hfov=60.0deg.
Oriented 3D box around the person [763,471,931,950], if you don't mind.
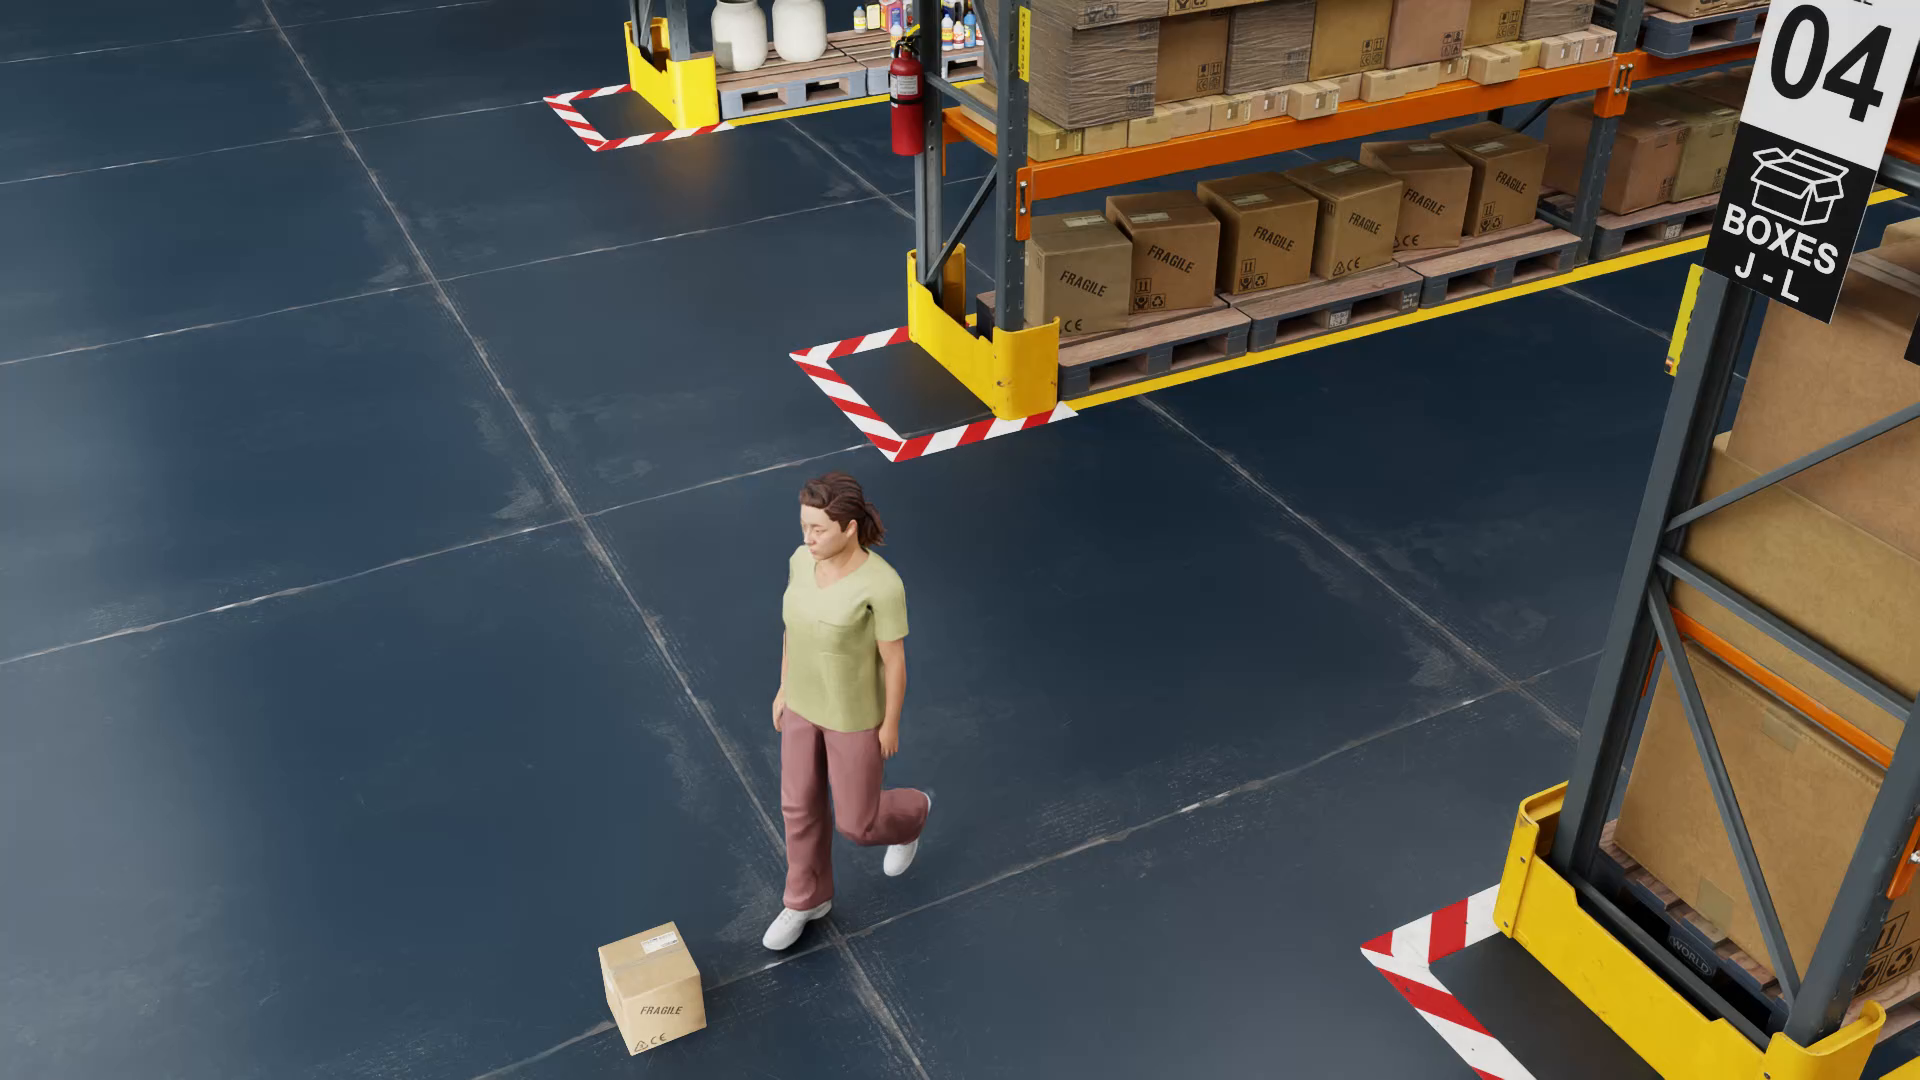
[{"bbox_3d":[-0.392,0.541,5.297,0.464,1.658,0.710,20,38,28],"label":"person"}]
